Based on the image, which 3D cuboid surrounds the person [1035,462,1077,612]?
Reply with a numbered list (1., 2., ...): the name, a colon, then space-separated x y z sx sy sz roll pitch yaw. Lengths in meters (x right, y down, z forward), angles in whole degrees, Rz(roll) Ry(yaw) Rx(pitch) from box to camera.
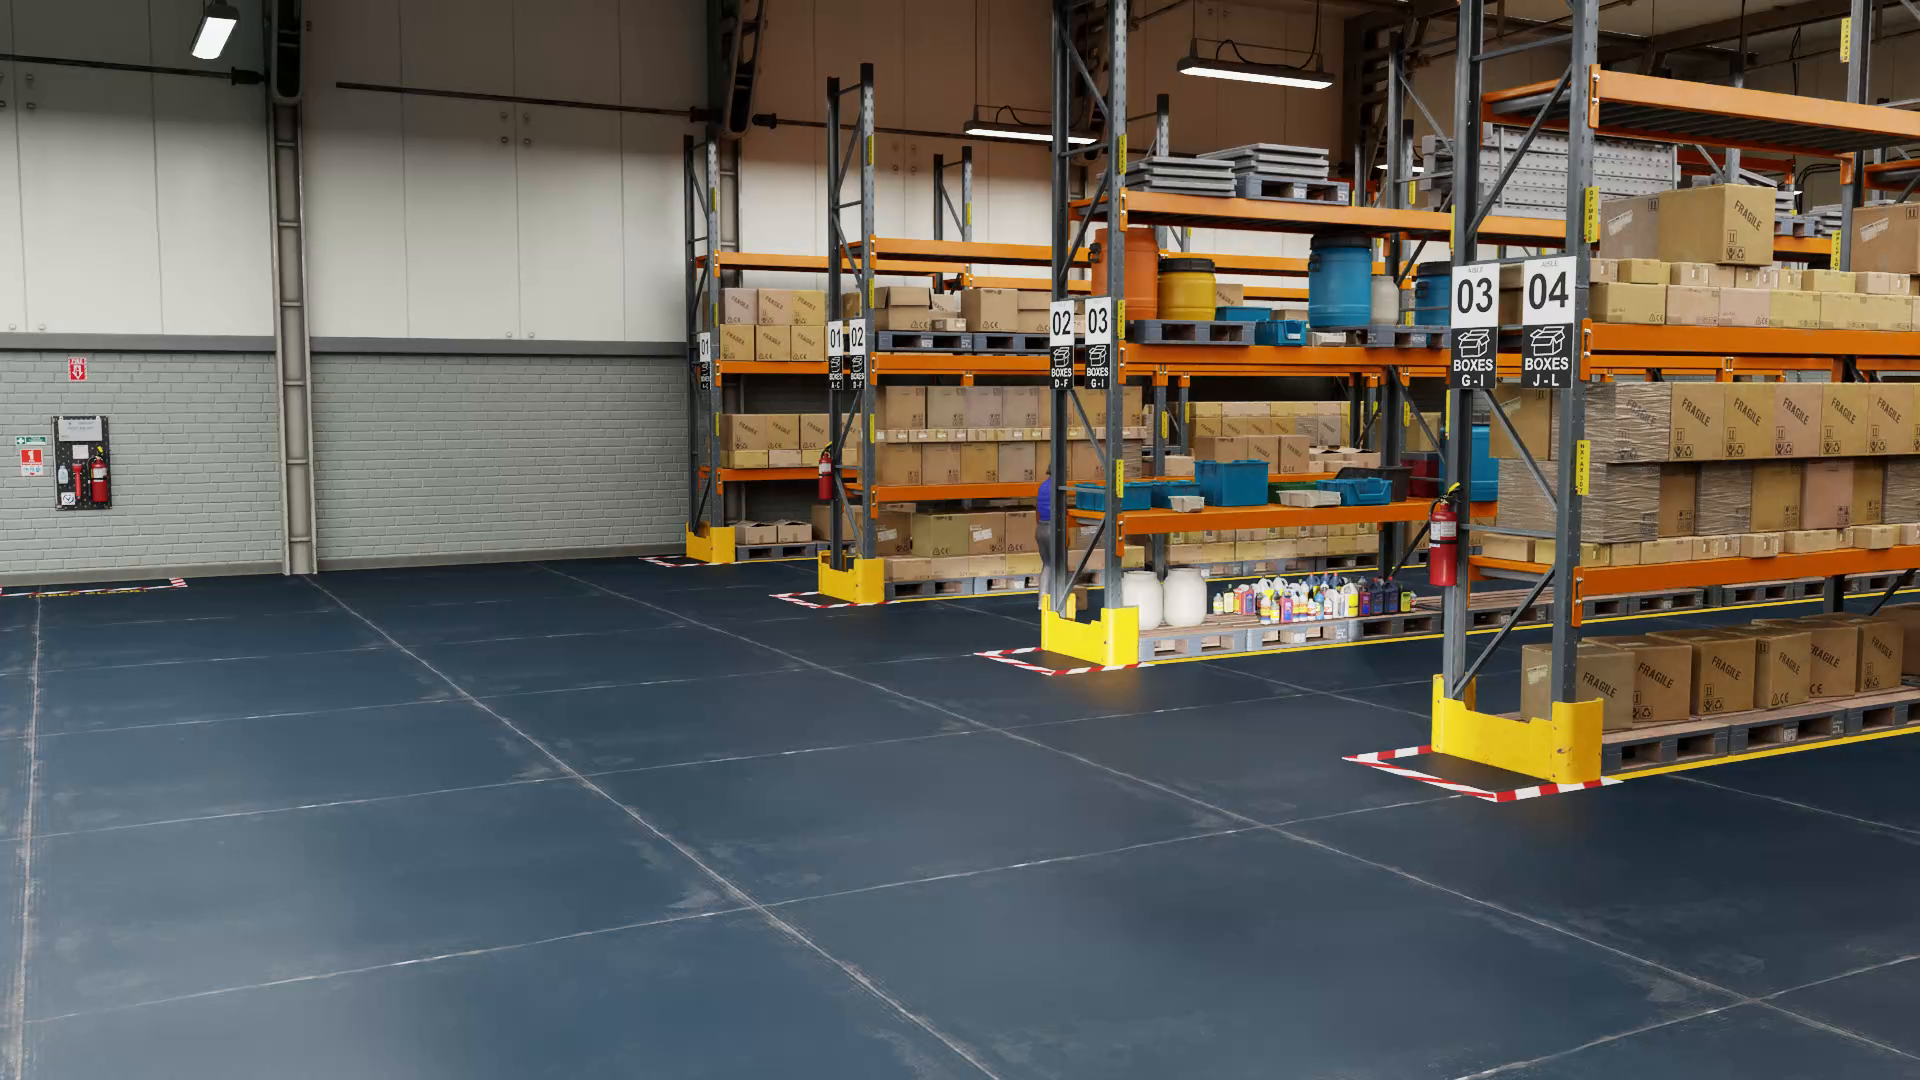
1. person: 1.021 -0.051 18.093 0.346 1.656 0.532 -3 6 -32
